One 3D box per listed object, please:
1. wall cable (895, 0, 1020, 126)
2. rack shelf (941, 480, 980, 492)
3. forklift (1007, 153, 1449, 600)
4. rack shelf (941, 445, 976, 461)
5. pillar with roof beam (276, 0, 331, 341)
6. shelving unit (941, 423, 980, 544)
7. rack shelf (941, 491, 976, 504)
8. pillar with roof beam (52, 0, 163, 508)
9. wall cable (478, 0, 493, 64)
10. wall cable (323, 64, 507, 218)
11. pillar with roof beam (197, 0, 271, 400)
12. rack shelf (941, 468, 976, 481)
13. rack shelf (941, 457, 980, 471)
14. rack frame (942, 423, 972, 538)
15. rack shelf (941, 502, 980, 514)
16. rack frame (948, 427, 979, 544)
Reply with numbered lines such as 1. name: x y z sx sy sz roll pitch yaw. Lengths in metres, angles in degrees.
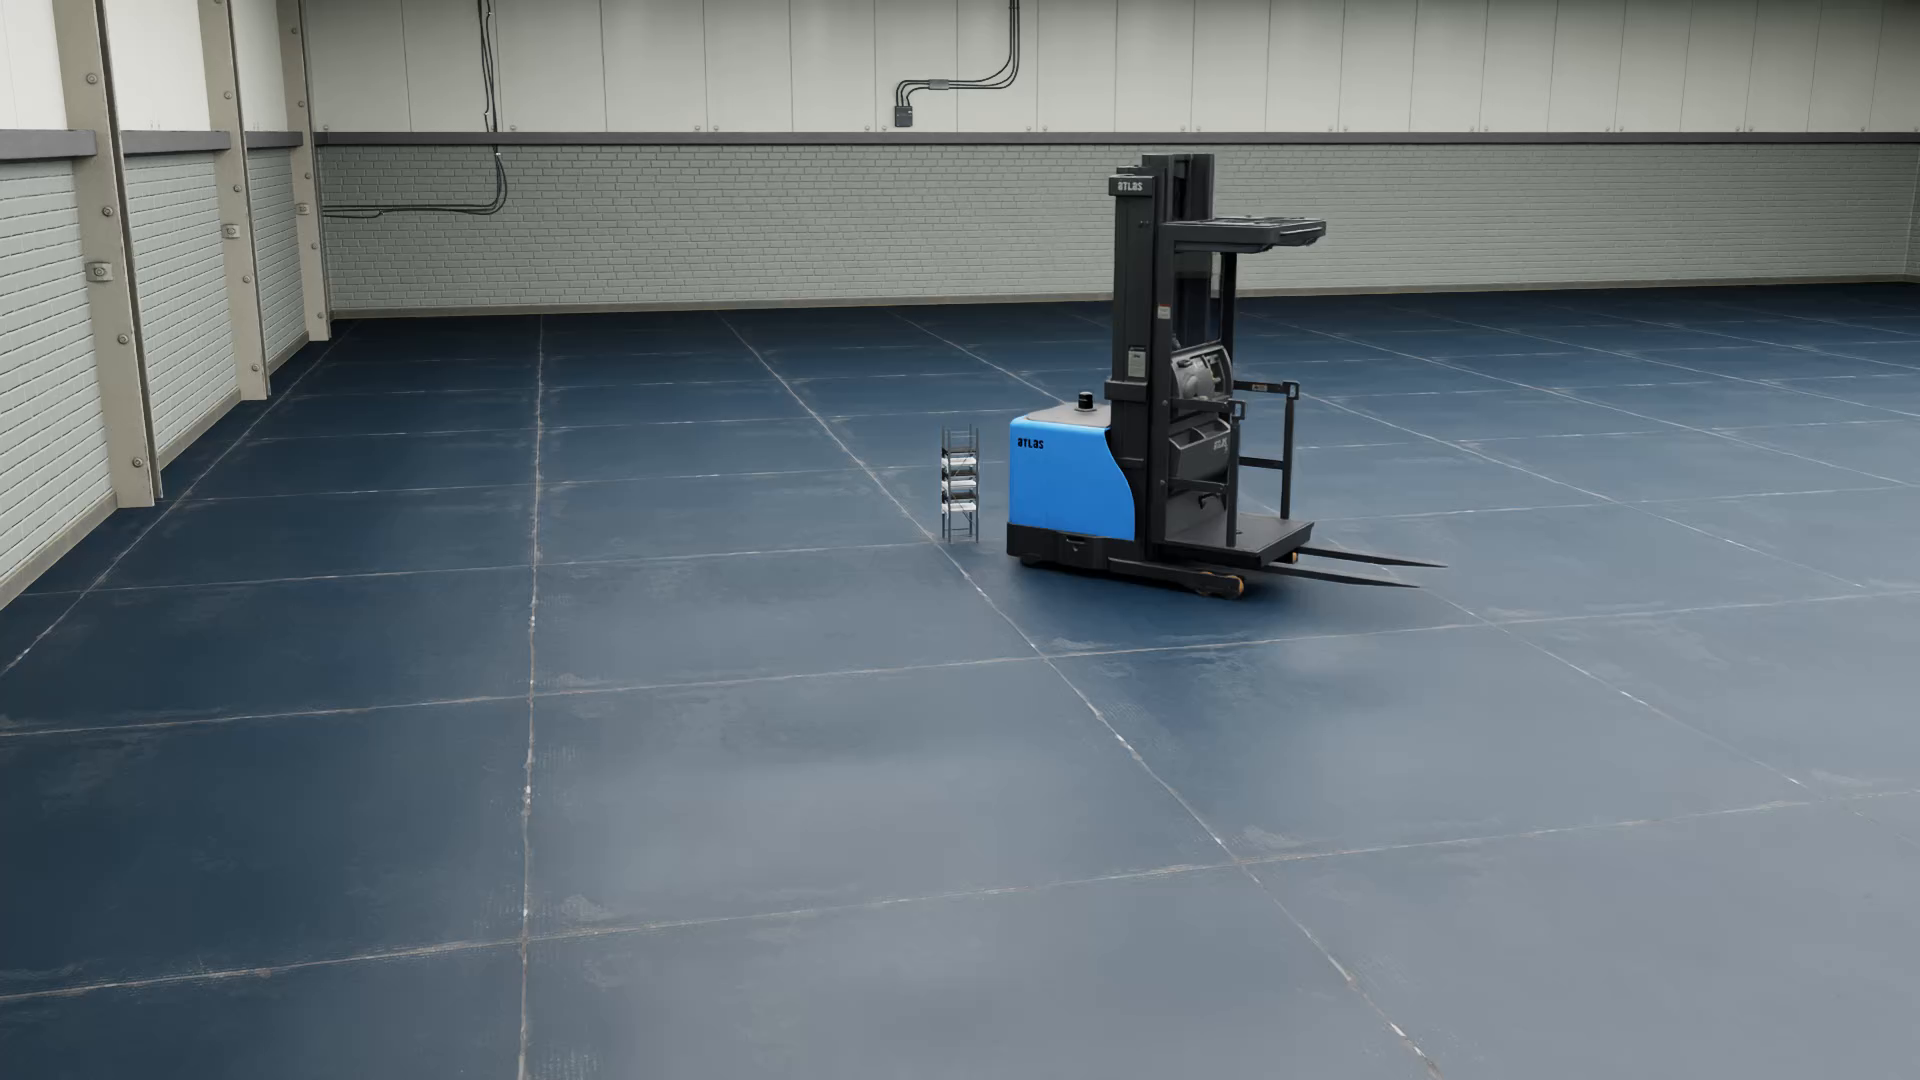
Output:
1. wall cable: -0.032 -10.394 29.343 2.305 6.003 0.169 -3 14 -13
2. rack shelf: 0.002 -0.403 12.820 0.258 0.077 0.200 -3 14 -13
3. forklift: 1.865 -1.163 11.514 3.031 2.935 1.130 8 16 31
4. rack shelf: 0.002 -0.665 12.756 0.258 0.077 0.200 -3 14 -13
5. pillar with roof beam: -5.673 -7.703 25.495 9.100 9.000 0.400 -3 14 -13
6. shelving unit: 0.002 -0.435 12.813 0.258 0.900 0.210 -3 14 -13
7. rack shelf: 0.002 -0.315 12.842 0.258 0.077 0.200 -3 14 -13
8. pillar with roof beam: -2.854 -4.934 14.164 9.100 9.000 0.400 -3 14 -13
9. wall cable: -6.634 -9.312 27.982 3.097 2.526 0.112 -3 14 -13
10. wall cable: -9.264 -6.708 27.964 3.097 2.526 0.112 -3 14 -13
11. pillar with roof beam: -4.263 -6.319 19.829 9.100 9.000 0.400 -3 14 -13
12. rack shelf: 0.002 -0.490 12.799 0.258 0.077 0.200 -3 14 -13
13. rack shelf: 0.002 -0.578 12.778 0.258 0.077 0.200 -3 14 -13
14. rack frame: -0.022 -0.459 12.909 0.240 0.900 0.006 -3 14 -13
15. rack shelf: 0.002 -0.228 12.863 0.258 0.077 0.200 -3 14 -13
16. rack frame: 0.026 -0.412 12.717 0.240 0.900 0.006 -3 14 -13
